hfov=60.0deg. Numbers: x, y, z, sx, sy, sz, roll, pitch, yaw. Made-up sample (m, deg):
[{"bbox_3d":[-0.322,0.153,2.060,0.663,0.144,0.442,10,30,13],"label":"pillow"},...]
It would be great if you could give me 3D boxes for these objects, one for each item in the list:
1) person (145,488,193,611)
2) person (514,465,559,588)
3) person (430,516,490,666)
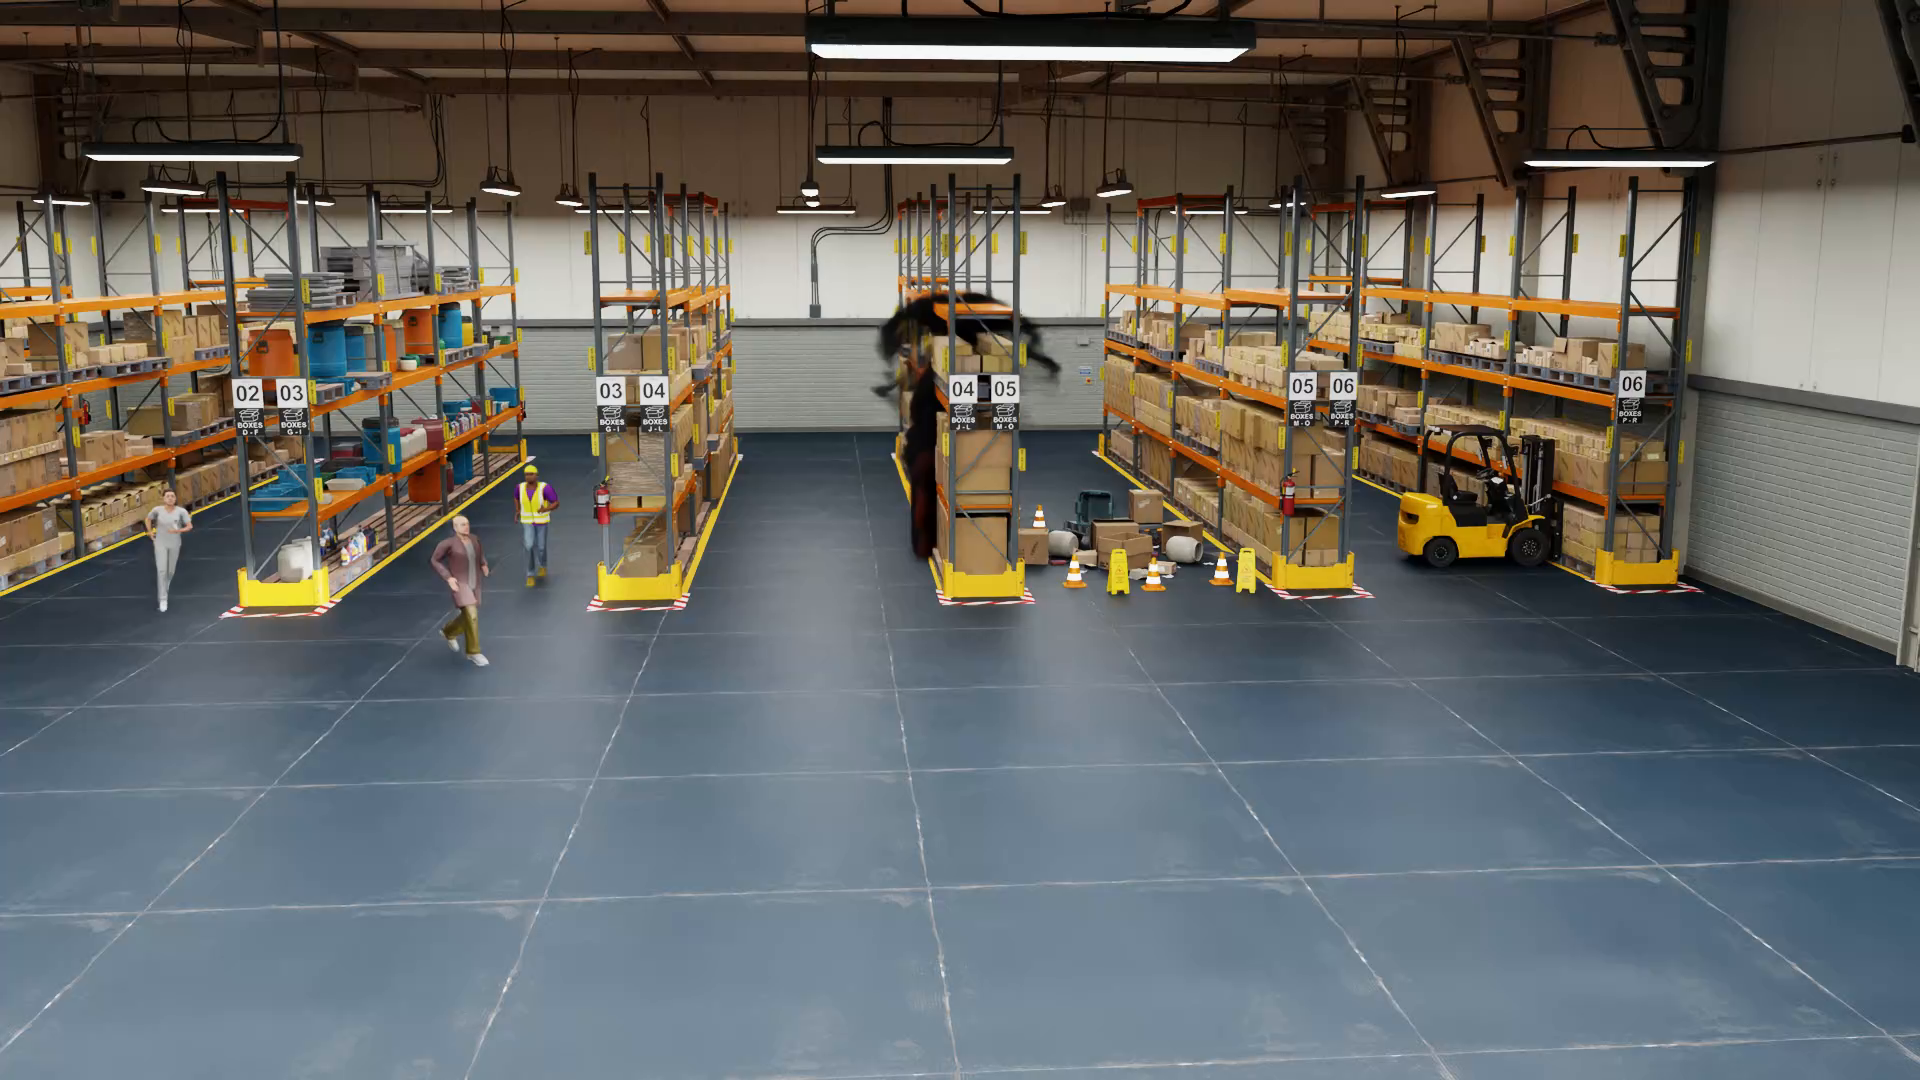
[{"bbox_3d":[-11.139,0.097,23.472,0.593,1.680,0.896,-6,11,-29],"label":"person"},{"bbox_3d":[-6.347,-0.230,24.954,0.686,1.827,0.781,-1,10,-6],"label":"person"},{"bbox_3d":[-6.063,0.585,20.238,0.921,1.803,0.698,6,12,32],"label":"person"}]
